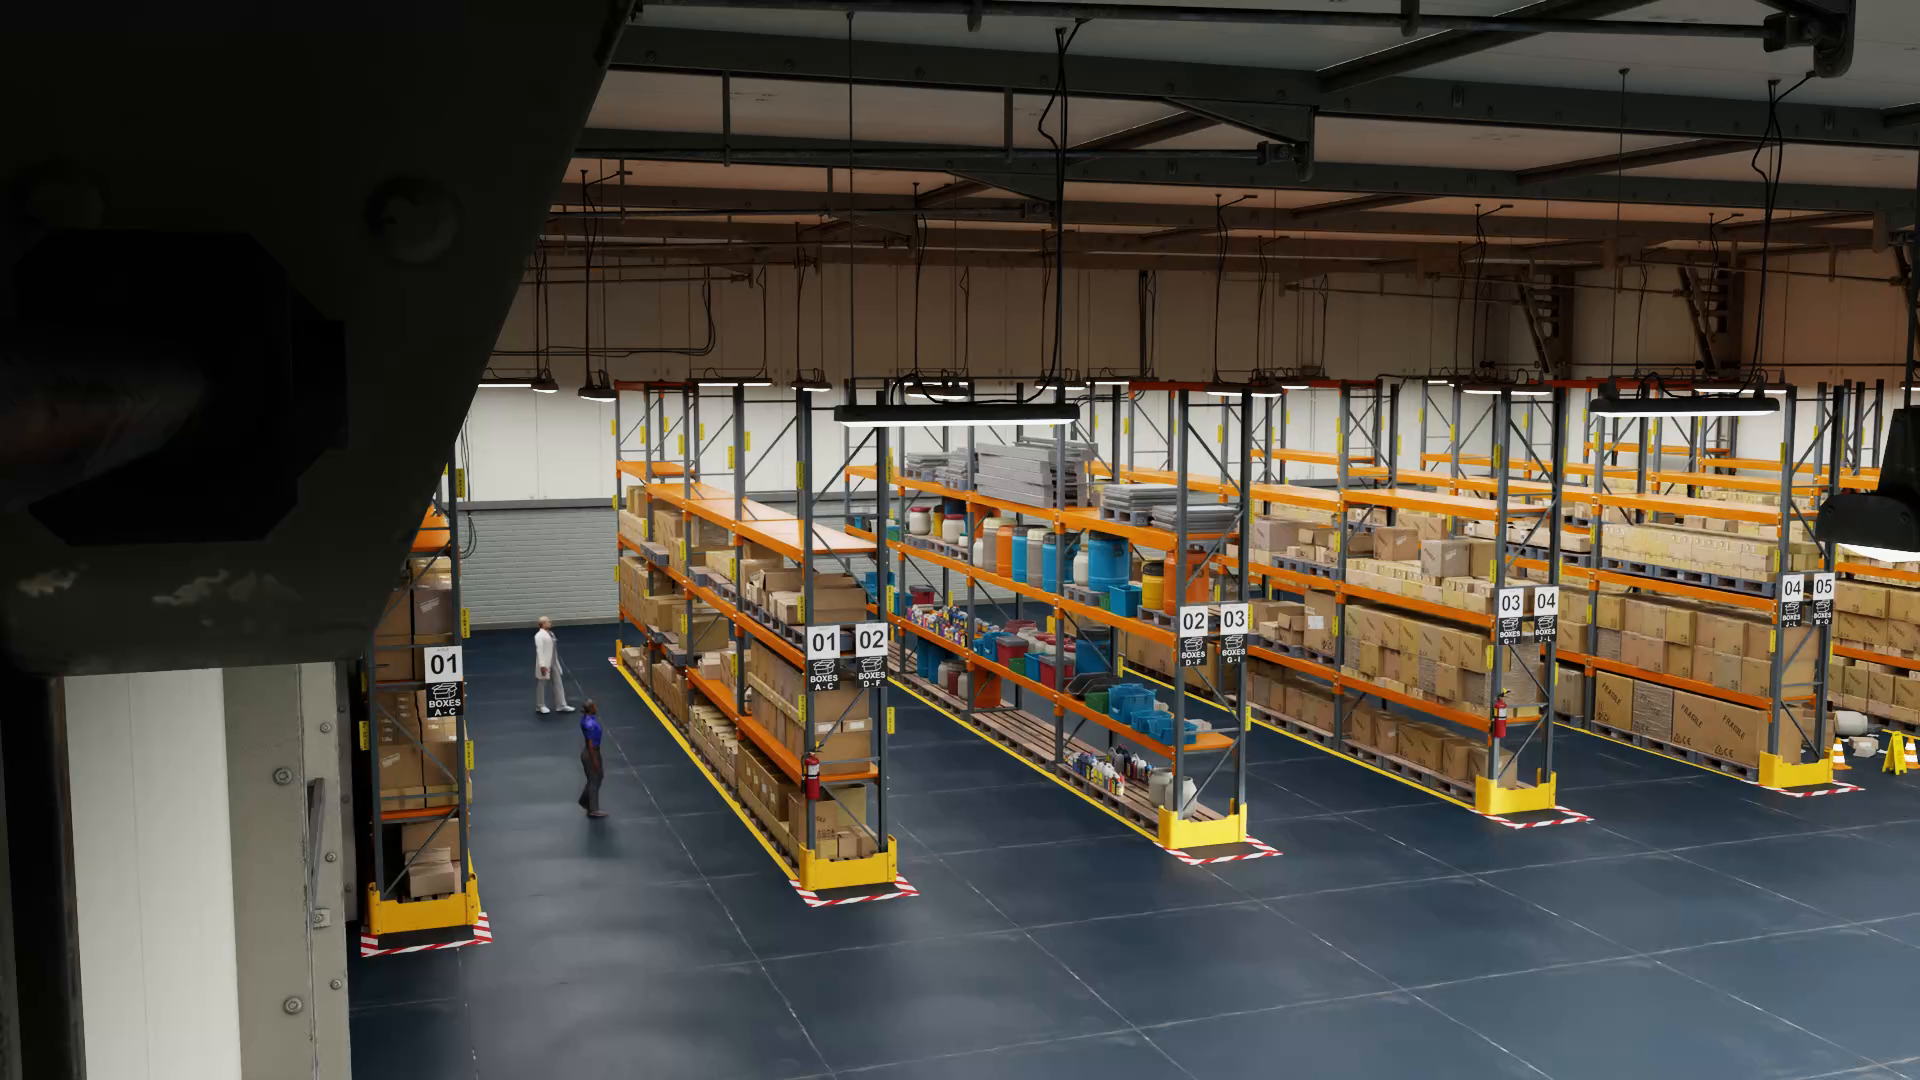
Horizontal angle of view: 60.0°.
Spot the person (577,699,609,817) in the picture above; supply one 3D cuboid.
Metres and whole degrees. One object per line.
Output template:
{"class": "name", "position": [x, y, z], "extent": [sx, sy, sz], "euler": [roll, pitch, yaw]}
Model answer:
{"class": "person", "position": [-5.172, 3.053, 23.393], "extent": [0.446, 1.677, 0.521], "euler": [-1, 6, -7]}

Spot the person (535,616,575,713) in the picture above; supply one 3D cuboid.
{"class": "person", "position": [-7.444, 2.264, 30.165], "extent": [0.696, 1.770, 0.601], "euler": [4, 7, 30]}
